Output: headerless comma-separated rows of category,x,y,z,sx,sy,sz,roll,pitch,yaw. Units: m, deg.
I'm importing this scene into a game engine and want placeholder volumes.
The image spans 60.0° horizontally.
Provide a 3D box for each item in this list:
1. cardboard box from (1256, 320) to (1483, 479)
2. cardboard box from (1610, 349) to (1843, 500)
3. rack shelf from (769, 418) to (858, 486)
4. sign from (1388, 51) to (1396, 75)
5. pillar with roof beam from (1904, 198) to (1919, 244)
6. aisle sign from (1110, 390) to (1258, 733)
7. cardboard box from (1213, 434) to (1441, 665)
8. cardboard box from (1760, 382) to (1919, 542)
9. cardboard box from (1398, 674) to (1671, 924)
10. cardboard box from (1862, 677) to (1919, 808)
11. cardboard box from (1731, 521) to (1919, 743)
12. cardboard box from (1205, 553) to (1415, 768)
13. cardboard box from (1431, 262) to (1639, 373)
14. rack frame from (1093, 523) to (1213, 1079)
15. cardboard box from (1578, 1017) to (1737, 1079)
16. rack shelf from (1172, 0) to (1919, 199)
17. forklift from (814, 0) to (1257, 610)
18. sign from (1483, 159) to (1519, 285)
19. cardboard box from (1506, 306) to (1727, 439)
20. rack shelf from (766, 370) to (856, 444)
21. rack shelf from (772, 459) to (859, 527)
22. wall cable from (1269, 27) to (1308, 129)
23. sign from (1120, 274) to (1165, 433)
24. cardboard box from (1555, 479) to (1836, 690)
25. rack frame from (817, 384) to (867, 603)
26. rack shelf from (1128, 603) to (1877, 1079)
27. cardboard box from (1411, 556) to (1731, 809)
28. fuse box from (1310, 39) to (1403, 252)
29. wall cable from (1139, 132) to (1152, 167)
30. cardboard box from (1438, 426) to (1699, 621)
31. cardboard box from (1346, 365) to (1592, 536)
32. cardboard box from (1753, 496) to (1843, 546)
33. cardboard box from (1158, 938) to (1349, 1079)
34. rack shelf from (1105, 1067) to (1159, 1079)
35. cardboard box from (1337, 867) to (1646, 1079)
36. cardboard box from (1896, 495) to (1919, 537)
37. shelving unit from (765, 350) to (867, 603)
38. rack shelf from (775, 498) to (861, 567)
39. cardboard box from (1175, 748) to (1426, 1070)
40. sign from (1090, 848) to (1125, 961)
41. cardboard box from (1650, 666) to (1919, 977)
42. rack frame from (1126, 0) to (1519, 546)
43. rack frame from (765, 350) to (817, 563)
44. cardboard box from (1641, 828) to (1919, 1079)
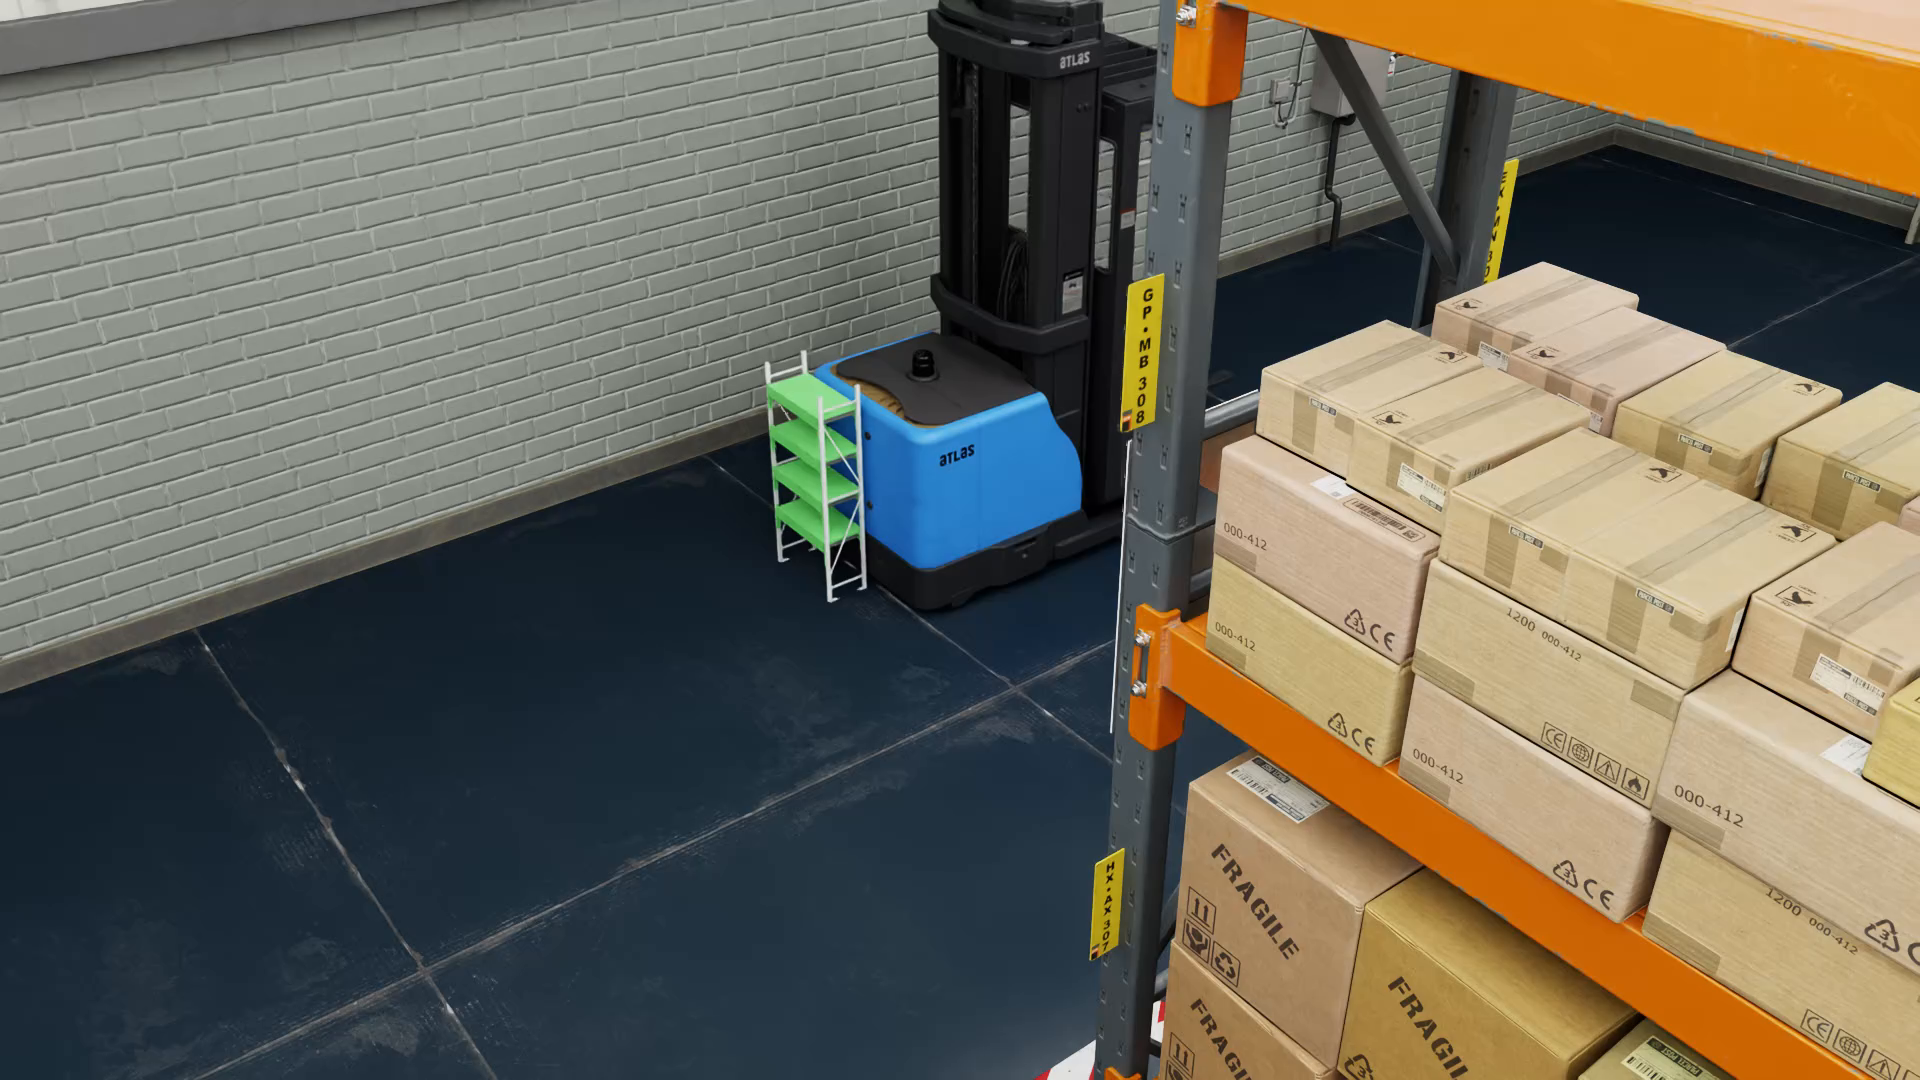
cardboard box,0.815,-0.285,3.314,0.380,0.149,0.250,-23,38,-32
cardboard box,1.464,-0.209,3.192,0.380,0.149,0.250,-24,39,-33
rack shelf,-0.743,-0.472,8.539,0.258,0.148,0.480,-22,38,-31
sign,3.180,-3.713,12.475,0.329,0.494,0.001,-22,38,-31
pillar with roof beam,4.221,-4.724,8.327,9.100,9.000,0.400,-22,38,-31
aisle sign,0.514,0.060,3.846,0.394,0.787,0.004,-22,38,-31
cardboard box,0.866,-0.054,3.319,0.500,0.250,0.500,-22,38,-31
cardboard box,1.711,-0.134,3.071,0.380,0.149,0.250,-22,38,-31
cardboard box,1.189,0.378,3.097,0.500,0.250,0.500,-21,37,-30
cardboard box,1.542,0.279,2.406,0.380,0.149,0.250,-21,38,-30
cardboard box,1.455,0.138,2.632,0.380,0.149,0.250,-21,38,-30
cardboard box,0.869,0.157,3.453,0.500,0.250,0.500,-21,37,-30
cardboard box,1.232,-0.451,3.580,0.380,0.149,0.250,-23,38,-32
rack frame,0.796,1.098,4.639,1.000,3.000,0.127,-22,38,-31
cardboard box,1.477,1.210,3.135,0.500,0.500,0.500,-23,39,-32
rack shelf,2.022,-0.310,1.905,1.077,0.370,4.000,-22,38,-31
forklift,0.701,-1.505,8.895,3.031,2.935,1.130,-22,38,-31
sign,1.247,-0.723,3.890,0.100,0.325,0.005,-22,38,-31
cardboard box,1.323,-0.323,3.375,0.380,0.149,0.250,-22,38,-31
rack shelf,-0.743,-0.676,8.412,0.258,0.148,0.480,-22,38,-31
rack shelf,-0.743,-0.268,8.665,0.258,0.148,0.480,-22,38,-31
wall cable,2.281,-3.783,11.535,0.588,1.984,0.122,-22,38,-31
sign,0.367,-0.372,3.334,0.100,0.325,0.005,-22,38,-31
cardboard box,1.214,0.065,2.750,0.380,0.149,0.250,-22,38,-31
rack frame,-0.595,-0.220,8.467,0.240,1.200,0.015,-22,38,-31
rack shelf,2.022,0.963,2.695,1.077,0.370,4.000,-22,38,-31
cardboard box,1.181,0.159,2.975,0.500,0.250,0.500,-23,38,-32
fuse box,2.917,-2.959,12.393,0.539,1.711,0.414,-22,38,-31
wall cable,1.168,-3.333,10.780,0.585,1.953,0.123,-22,38,-31
cardboard box,1.066,-0.037,2.913,0.380,0.149,0.250,-22,38,-31
cardboard box,0.957,-0.174,3.134,0.380,0.149,0.250,-21,37,-30
cardboard box,1.594,-0.002,3.236,0.500,0.250,0.500,-23,39,-33
cardboard box,0.853,1.206,4.089,0.500,0.500,0.500,-20,37,-29
rack shelf,2.022,2.237,3.487,1.077,0.370,4.000,-22,38,-31
cardboard box,1.176,0.986,3.495,0.500,0.500,0.500,-21,38,-30
cardboard box,1.819,-0.009,2.869,0.380,0.149,0.250,-23,39,-32
shelving unit,-0.743,-0.322,8.632,0.258,1.200,0.503,-22,38,-31
rack shelf,-0.743,-0.064,8.792,0.258,0.148,0.480,-22,38,-31
cardboard box,0.861,0.778,3.831,0.500,0.500,0.500,-23,38,-32
sign,0.367,0.906,4.128,0.100,0.325,0.005,-22,38,-31
cardboard box,1.481,0.374,2.630,0.500,0.250,0.500,-22,38,-31
rack frame,0.796,-1.450,3.056,1.000,3.000,0.127,-22,38,-31
rack frame,-0.890,-0.425,8.797,0.240,1.200,0.015,-22,38,-31
cardboard box,1.515,0.589,2.758,0.500,0.250,0.500,-24,39,-33
